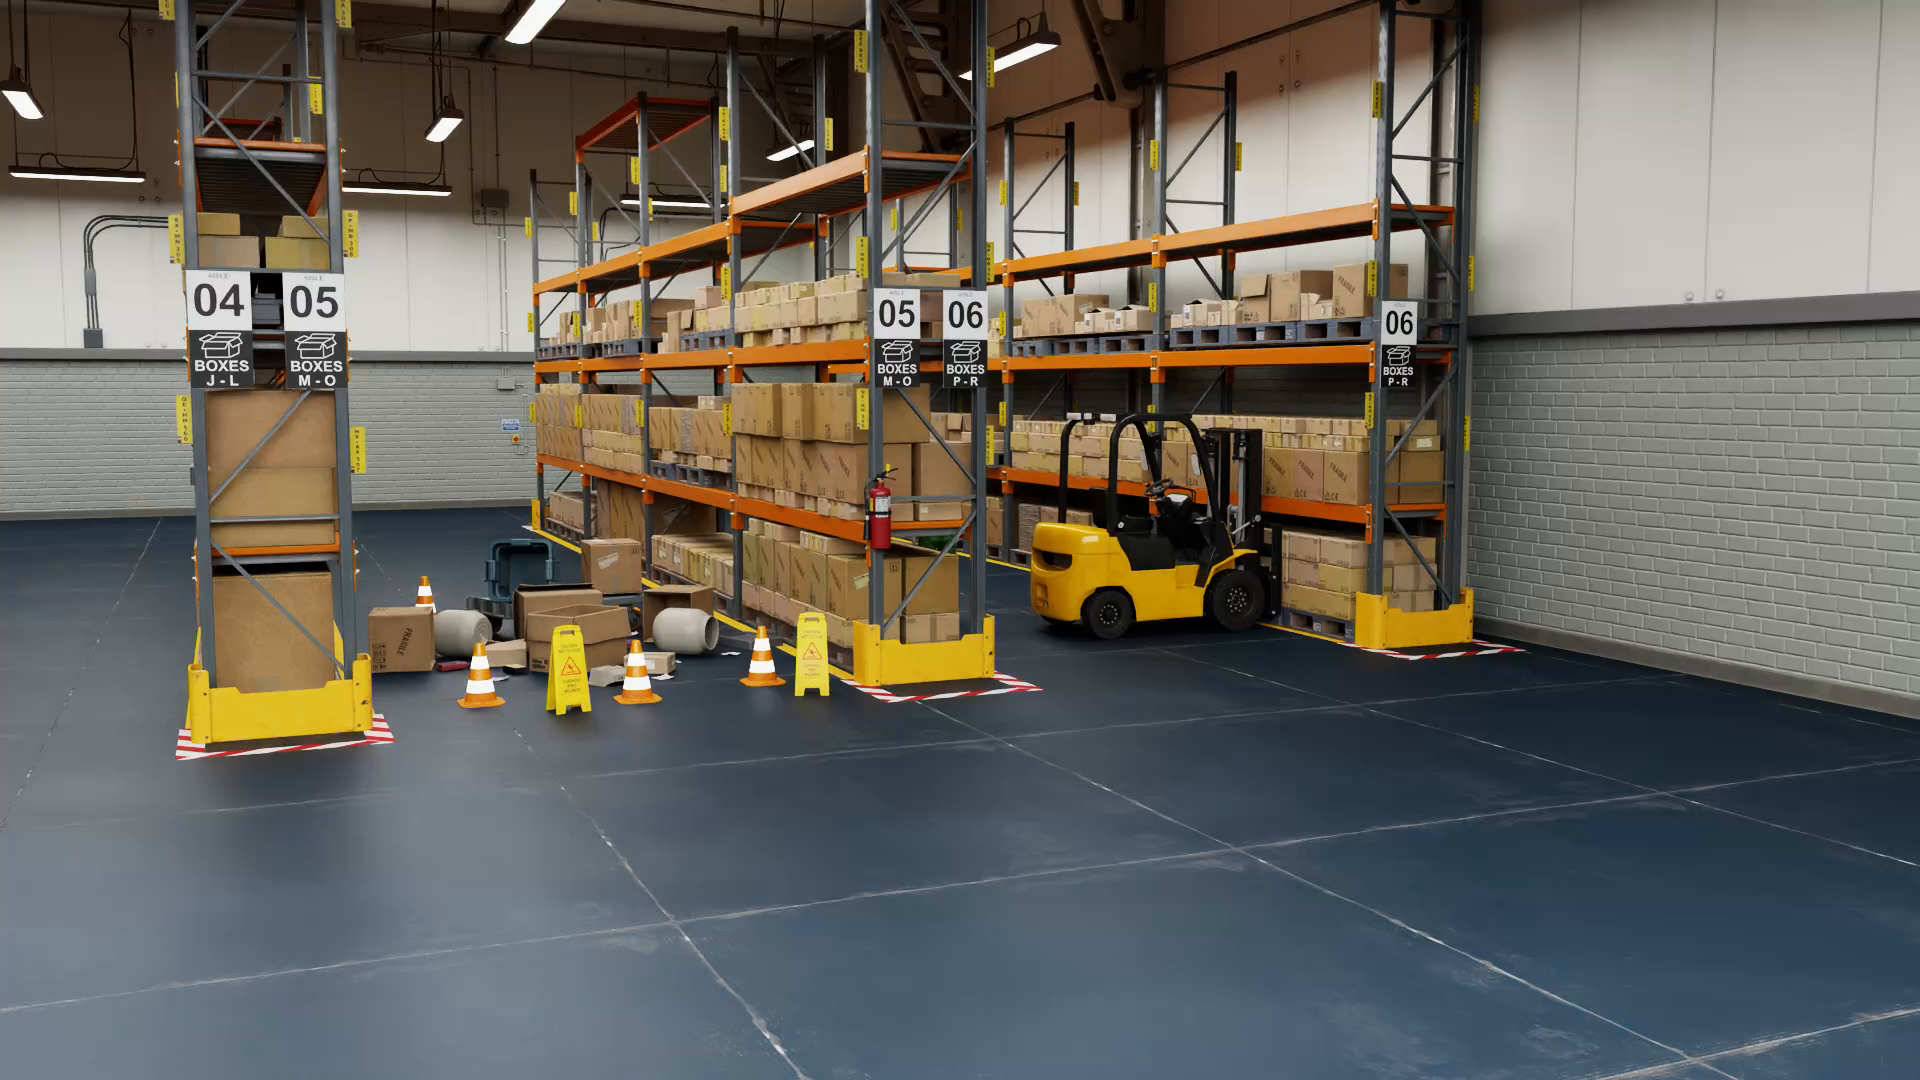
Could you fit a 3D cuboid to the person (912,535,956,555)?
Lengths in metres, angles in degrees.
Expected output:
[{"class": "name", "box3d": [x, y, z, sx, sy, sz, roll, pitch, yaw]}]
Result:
[{"class": "person", "box3d": [-0.251, -0.072, 17.359, 0.526, 1.783, 0.340, -2, 6, -24]}]
